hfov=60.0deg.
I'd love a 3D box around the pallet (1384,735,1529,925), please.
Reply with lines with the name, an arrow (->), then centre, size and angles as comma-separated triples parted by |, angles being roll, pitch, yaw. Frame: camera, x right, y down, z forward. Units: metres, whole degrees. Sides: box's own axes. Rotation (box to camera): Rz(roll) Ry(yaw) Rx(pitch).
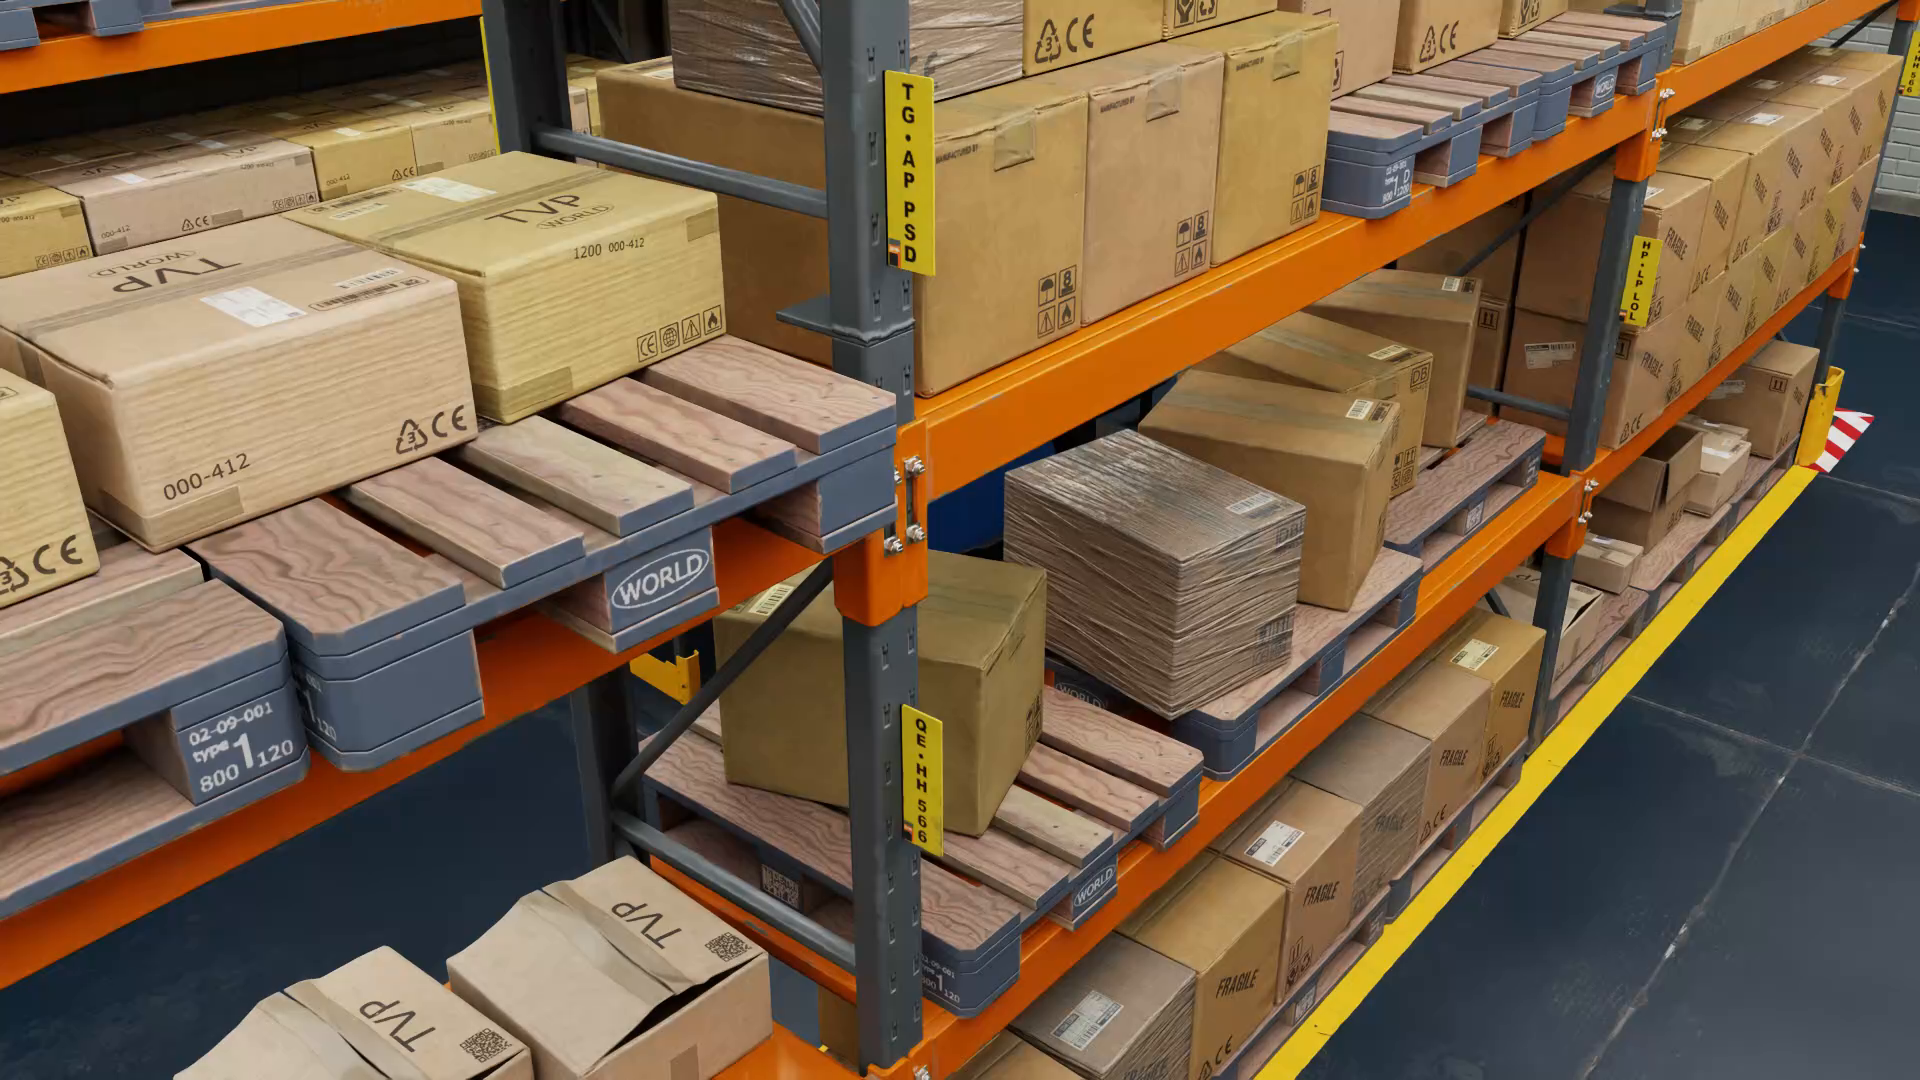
pallet -> 1.552, 0.953, 6.678 | 1.003, 0.211, 1.213 | 21, 34, 34

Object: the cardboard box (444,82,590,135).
cardboard box -> -2.217, -2.131, 8.335 | 0.500, 0.250, 0.500 | 22, 34, 35

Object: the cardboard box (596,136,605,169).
cardboard box -> -1.884, -1.980, 8.858 | 0.500, 0.500, 0.500 | 20, 33, 34

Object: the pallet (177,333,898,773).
pallet -> -0.867, -0.149, 2.714 | 1.213, 0.211, 1.003 | 23, 35, 37

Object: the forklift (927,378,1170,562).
forklift -> 0.437, -1.510, 8.479 | 1.130, 2.935, 3.031 | 24, 36, 38

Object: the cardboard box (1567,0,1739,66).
cardboard box -> 2.540, -1.951, 6.155 | 0.500, 0.250, 0.500 | 21, 34, 34

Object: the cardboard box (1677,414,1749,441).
cardboard box -> 4.101, -0.558, 9.169 | 0.380, 0.166, 0.250 | 21, 34, 34

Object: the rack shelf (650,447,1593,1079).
rack shelf -> 0.768, 0.444, 5.411 | 1.077, 0.370, 4.000 | 21, 34, 34

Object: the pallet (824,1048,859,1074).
pallet -> 0.000, 1.818, 5.006 | 1.003, 0.211, 1.213 | 21, 34, 34

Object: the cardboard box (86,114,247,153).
cardboard box -> -3.580, -1.732, 7.563 | 0.500, 0.250, 0.500 | 20, 33, 33

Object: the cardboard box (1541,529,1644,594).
cardboard box -> 3.016, 0.083, 7.930 | 0.380, 0.166, 0.250 | 21, 34, 34

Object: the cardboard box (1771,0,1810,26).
cardboard box -> 3.180, -2.304, 6.837 | 0.500, 0.250, 0.500 | 21, 34, 34

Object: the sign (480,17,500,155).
sign -> -0.922, -0.888, 3.375 | 0.100, 0.325, 0.005 | 21, 34, 34

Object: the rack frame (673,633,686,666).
rack frame -> -1.387, -0.025, 7.166 | 0.500, 1.500, 0.032 | 24, 36, 38

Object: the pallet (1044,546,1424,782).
pallet -> 0.729, 0.228, 5.255 | 1.003, 0.211, 1.213 | 21, 34, 34

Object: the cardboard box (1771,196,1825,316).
cardboard box -> 3.861, -1.449, 8.178 | 0.500, 0.500, 0.500 | 21, 34, 35

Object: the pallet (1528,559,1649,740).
pallet -> 2.478, 0.410, 7.727 | 1.003, 0.211, 1.213 | 21, 34, 34

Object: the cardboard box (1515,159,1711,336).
cardboard box -> 2.557, -1.158, 6.528 | 0.500, 0.500, 0.500 | 22, 34, 36

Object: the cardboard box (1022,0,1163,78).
cardboard box -> 0.102, -1.321, 3.578 | 0.500, 0.500, 0.500 | 21, 34, 34

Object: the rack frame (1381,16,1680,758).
rack frame -> 2.040, -0.585, 6.616 | 1.000, 3.000, 0.127 | 21, 34, 34

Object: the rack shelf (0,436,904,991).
rack shelf -> -1.776, 0.529, 1.980 | 1.077, 0.370, 4.000 | 21, 34, 34

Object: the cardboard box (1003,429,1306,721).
cardboard box -> 0.538, 0.078, 4.770 | 0.500, 0.500, 0.700 | -21, 34, -34

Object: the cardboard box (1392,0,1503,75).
cardboard box -> 1.255, -1.792, 5.010 | 0.600, 0.600, 0.600 | 20, 34, 34

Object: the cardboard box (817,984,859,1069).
cardboard box -> -0.091, 1.348, 5.122 | 0.500, 0.500, 0.500 | 22, 35, 36

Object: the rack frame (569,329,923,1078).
rack frame -> -0.504, 0.833, 3.875 | 1.000, 3.000, 0.127 | 21, 34, 34

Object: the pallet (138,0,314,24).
pallet -> -3.251, -2.503, 7.265 | 1.003, 0.211, 1.213 | 23, 35, 37

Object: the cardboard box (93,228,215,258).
cardboard box -> -3.482, -1.079, 7.117 | 0.500, 0.500, 0.500 | 22, 35, 36

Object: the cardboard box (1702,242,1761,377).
cardboard box -> 3.218, -1.090, 7.483 | 0.500, 0.500, 0.500 | 21, 34, 34

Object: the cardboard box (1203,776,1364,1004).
cardboard box -> 0.985, 1.120, 5.562 | 0.500, 0.500, 0.500 | 19, 33, 33

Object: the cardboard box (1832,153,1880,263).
cardboard box -> 4.509, -1.809, 8.874 | 0.500, 0.500, 0.500 | 22, 35, 36

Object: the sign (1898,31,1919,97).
sign -> 5.000, -2.489, 8.692 | 0.100, 0.325, 0.005 | 21, 34, 34

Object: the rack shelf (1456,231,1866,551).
rack shelf -> 3.312, -0.975, 8.152 | 1.077, 0.370, 4.000 | 21, 34, 34

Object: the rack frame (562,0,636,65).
rack frame -> -1.785, -2.032, 9.412 | 1.000, 3.000, 0.127 | 21, 34, 34

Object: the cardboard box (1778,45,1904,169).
cardboard box -> 4.513, -2.254, 8.645 | 0.500, 0.500, 0.500 | 20, 34, 34

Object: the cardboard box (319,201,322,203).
cardboard box -> -2.841, -1.442, 7.818 | 0.500, 0.500, 0.500 | 22, 34, 36

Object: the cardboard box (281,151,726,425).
cardboard box -> -0.749, -0.442, 2.781 | 0.500, 0.250, 0.500 | 18, 32, 31

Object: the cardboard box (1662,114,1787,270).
cardboard box -> 3.212, -1.524, 7.234 | 0.500, 0.500, 0.500 | 20, 33, 33

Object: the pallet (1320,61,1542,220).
pallet -> 0.914, -1.255, 4.851 | 1.213, 0.211, 1.003 | 21, 34, 34

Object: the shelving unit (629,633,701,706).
shelving unit -> -1.029, -0.197, 7.498 | 0.587, 1.500, 1.083 | 24, 36, 38

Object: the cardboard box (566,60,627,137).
cardboard box -> -1.885, -2.310, 8.680 | 0.500, 0.250, 0.500 | 22, 34, 36

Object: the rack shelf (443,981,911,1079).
rack shelf -> -1.776, 1.862, 2.670 | 1.077, 0.370, 4.000 | 21, 34, 34

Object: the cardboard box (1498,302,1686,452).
cardboard box -> 2.574, -0.731, 6.789 | 0.500, 0.500, 0.500 | 22, 34, 36

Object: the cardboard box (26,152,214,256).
cardboard box -> -3.500, -1.408, 6.937 | 0.500, 0.250, 0.500 | 20, 34, 34

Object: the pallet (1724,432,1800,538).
pallet -> 4.030, -0.455, 9.400 | 1.003, 0.211, 1.213 | 21, 34, 34

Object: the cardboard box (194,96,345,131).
cardboard box -> -3.256, -1.913, 7.912 | 0.500, 0.250, 0.500 | 20, 33, 33

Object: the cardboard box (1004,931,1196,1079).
cardboard box -> 0.334, 1.483, 4.861 | 0.500, 0.500, 0.500 | 19, 33, 33

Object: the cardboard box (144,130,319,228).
cardboard box -> -3.185, -1.587, 7.282 | 0.500, 0.250, 0.500 | 21, 34, 35

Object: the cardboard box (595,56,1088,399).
cardboard box -> -0.253, -0.708, 3.481 | 0.910, 0.500, 0.500 | 21, 34, 34

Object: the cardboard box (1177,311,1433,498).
cardboard box -> 1.178, -0.451, 5.792 | 0.500, 0.500, 0.700 | -22, 35, -36

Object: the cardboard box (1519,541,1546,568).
cardboard box -> 2.661, -0.137, 8.198 | 0.500, 0.311, 0.500 | 21, 34, 34

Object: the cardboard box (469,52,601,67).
cardboard box -> -2.278, -2.463, 8.976 | 0.500, 0.250, 0.500 | 22, 35, 36

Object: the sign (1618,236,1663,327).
sign -> 2.470, -0.938, 6.039 | 0.100, 0.325, 0.005 | 21, 34, 34

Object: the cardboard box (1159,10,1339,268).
cardboard box -> 0.402, -1.073, 4.187 | 0.910, 0.500, 0.500 | 21, 34, 34

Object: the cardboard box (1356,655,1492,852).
cardboard box -> 1.626, 0.761, 6.255 | 0.500, 0.500, 0.500 | 21, 34, 35

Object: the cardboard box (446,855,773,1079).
cardboard box -> -0.769, 0.989, 3.671 | 0.500, 0.311, 0.500 | 23, 35, 37

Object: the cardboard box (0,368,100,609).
cardboard box -> -1.442, -0.051, 2.026 | 0.500, 0.250, 0.500 | 20, 33, 33

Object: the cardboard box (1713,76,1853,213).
cardboard box -> 3.866, -1.889, 7.940 | 0.500, 0.500, 0.500 | 22, 34, 36
